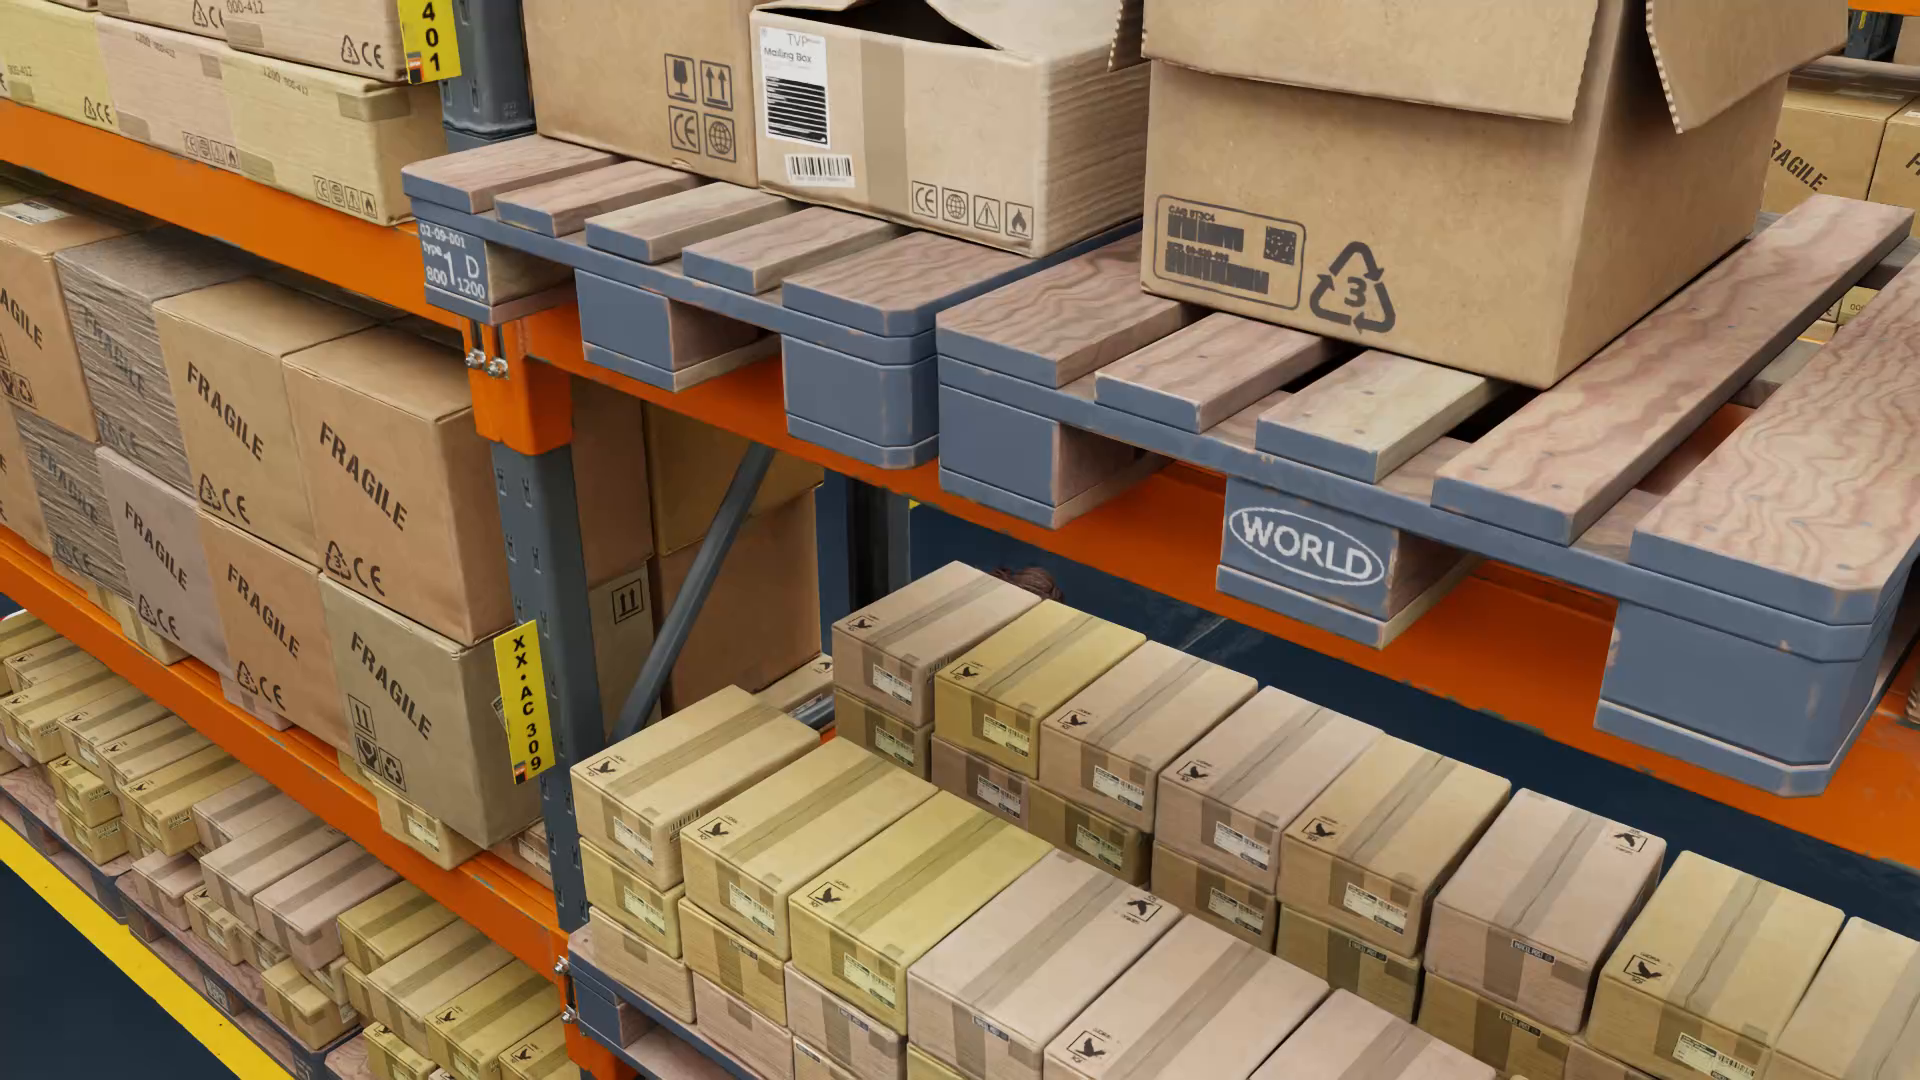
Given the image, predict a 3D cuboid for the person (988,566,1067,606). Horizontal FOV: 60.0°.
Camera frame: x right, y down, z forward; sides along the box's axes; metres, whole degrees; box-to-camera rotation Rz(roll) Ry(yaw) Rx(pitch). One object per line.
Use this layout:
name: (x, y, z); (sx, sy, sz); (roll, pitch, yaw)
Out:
person: (0.029, 0.567, 5.526); (0.716, 1.221, 0.496); (21, 34, 34)
